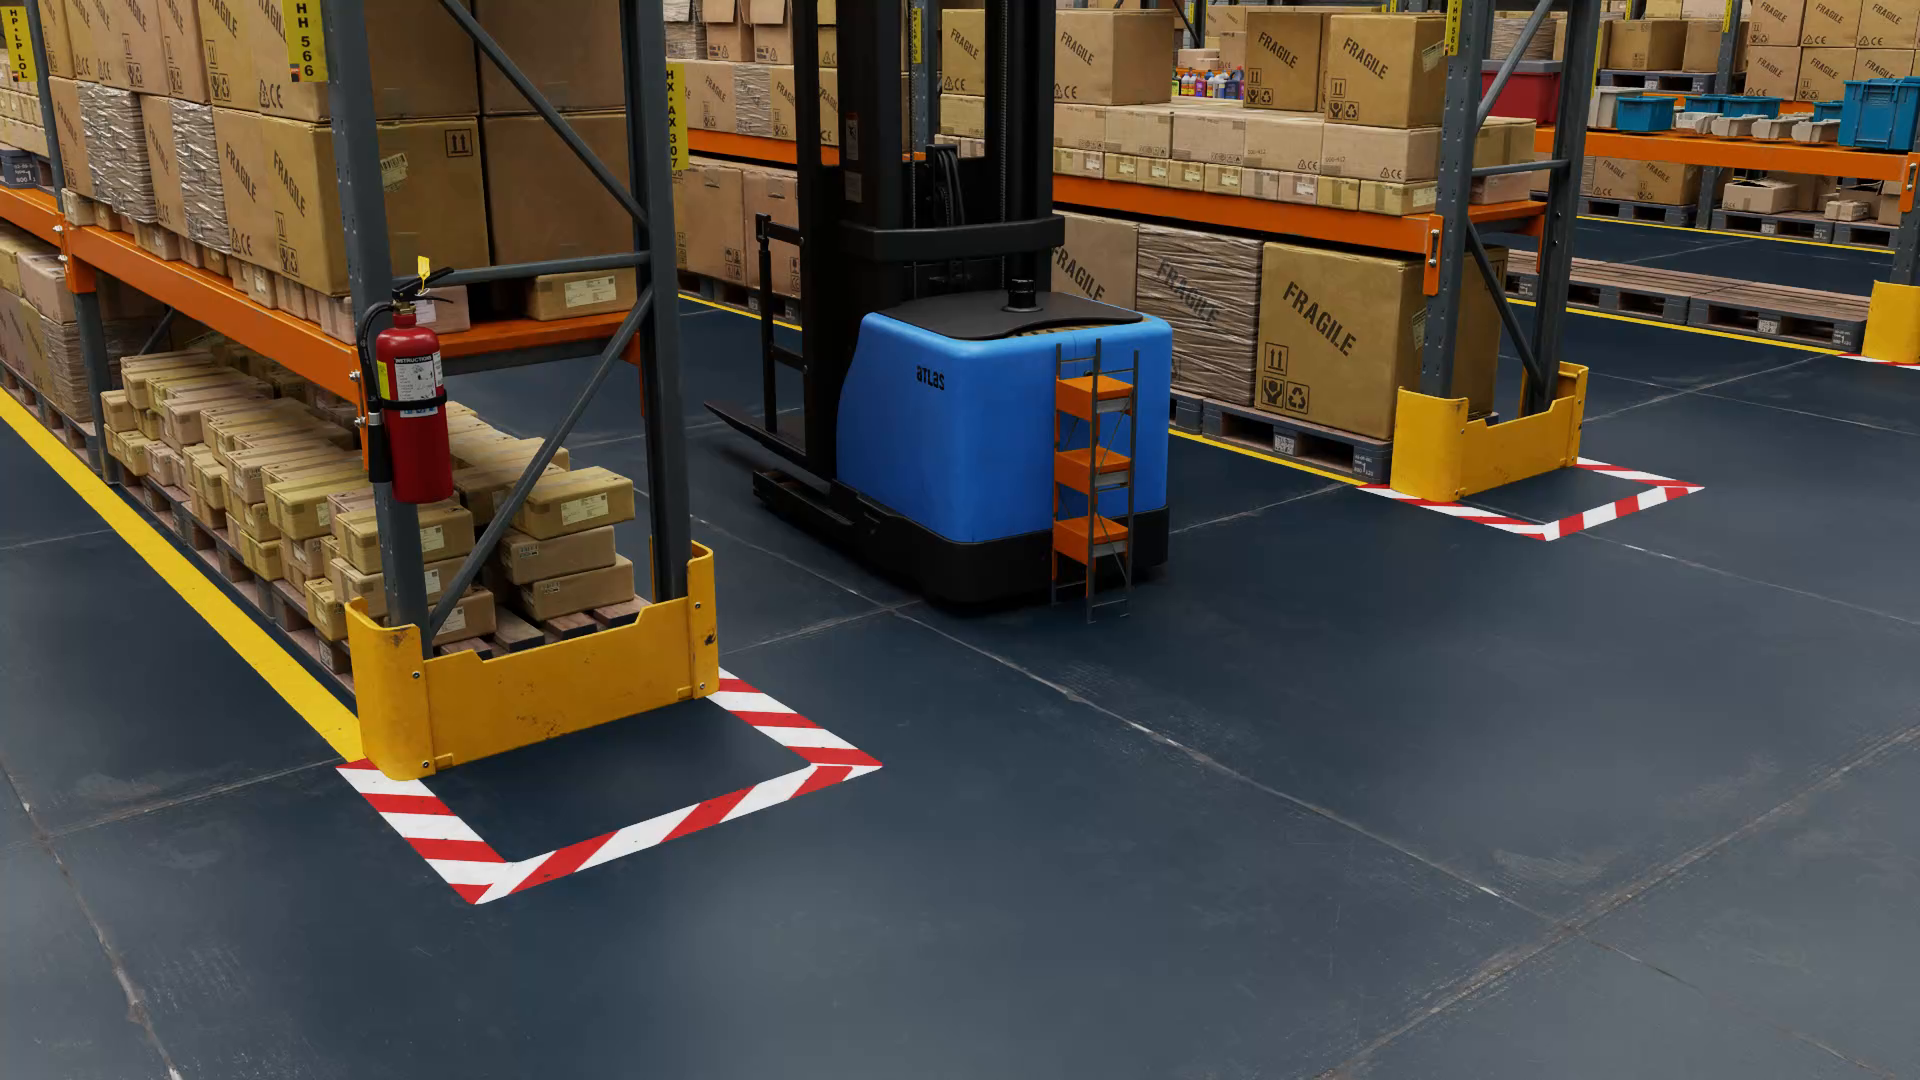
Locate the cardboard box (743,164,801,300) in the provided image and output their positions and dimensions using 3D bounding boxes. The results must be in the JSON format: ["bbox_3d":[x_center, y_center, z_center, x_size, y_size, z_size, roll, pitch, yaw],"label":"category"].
[{"bbox_3d":[-0.830,-2.304,12.261,1.225,0.875,0.875,-15,23,-38],"label":"cardboard box"}]

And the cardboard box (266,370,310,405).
[{"bbox_3d":[-2.938,-0.694,7.606,0.380,0.149,0.250,-13,22,-34],"label":"cardboard box"}]

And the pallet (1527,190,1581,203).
[{"bbox_3d":[6.610,-3.842,18.630,1.003,0.211,1.213,-14,23,-36],"label":"pallet"}]

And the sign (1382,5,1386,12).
[{"bbox_3d":[6.399,-7.914,25.114,0.100,0.325,0.005,-14,23,-36],"label":"sign"}]

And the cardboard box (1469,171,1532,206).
[{"bbox_3d":[2.660,-1.786,8.385,0.380,0.149,0.250,-14,23,-36],"label":"cardboard box"}]

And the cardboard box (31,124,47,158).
[{"bbox_3d":[-4.529,-2.061,8.547,0.380,0.149,0.250,-14,23,-36],"label":"cardboard box"}]

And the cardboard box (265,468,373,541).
[{"bbox_3d":[-2.228,-0.132,5.911,0.380,0.149,0.250,-15,23,-37],"label":"cardboard box"}]

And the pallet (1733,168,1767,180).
[{"bbox_3d":[10.487,-4.792,21.499,1.003,0.211,1.213,-14,23,-36],"label":"pallet"}]

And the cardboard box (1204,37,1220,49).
[{"bbox_3d":[4.390,-8.353,28.022,0.500,0.250,0.500,-15,23,-38],"label":"cardboard box"}]

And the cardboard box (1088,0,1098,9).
[{"bbox_3d":[2.033,-7.662,23.508,0.700,0.500,0.500,-14,23,-36],"label":"cardboard box"}]

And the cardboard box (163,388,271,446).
[{"bbox_3d":[-3.167,-0.529,7.108,0.380,0.149,0.250,-13,23,-35],"label":"cardboard box"}]

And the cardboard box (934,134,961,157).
[{"bbox_3d":[0.061,-2.482,10.487,0.380,0.149,0.250,-14,23,-36],"label":"cardboard box"}]

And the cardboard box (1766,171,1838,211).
[{"bbox_3d":[8.482,-3.609,16.767,0.500,0.500,0.500,-14,23,-36],"label":"cardboard box"}]

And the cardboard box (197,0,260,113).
[{"bbox_3d":[-2.123,-1.663,5.390,0.500,0.500,0.500,-15,23,-38],"label":"cardboard box"}]

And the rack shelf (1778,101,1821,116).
[{"bbox_3d":[9.148,-3.838,15.325,1.077,0.370,4.000,-14,23,-36],"label":"rack shelf"}]

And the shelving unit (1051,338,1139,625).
[{"bbox_3d":[0.512,-0.223,6.366,0.215,1.050,0.252,-10,21,-29],"label":"shelving unit"}]

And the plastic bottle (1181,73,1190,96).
[{"bbox_3d":[2.116,-4.223,15.550,0.097,0.271,0.097,0,18,0],"label":"plastic bottle"}]

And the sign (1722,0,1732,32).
[{"bbox_3d":[7.473,-5.112,16.188,0.100,0.325,0.005,-14,23,-36],"label":"sign"}]

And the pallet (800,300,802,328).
[{"bbox_3d":[-0.400,-1.591,11.832,1.003,0.211,1.213,-14,23,-36],"label":"pallet"}]

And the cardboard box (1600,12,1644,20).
[{"bbox_3d":[9.004,-6.996,22.858,0.500,0.500,0.700,17,25,42],"label":"cardboard box"}]

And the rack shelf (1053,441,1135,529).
[{"bbox_3d":[0.512,-0.213,6.369,0.215,0.259,0.240,-10,21,-29],"label":"rack shelf"}]

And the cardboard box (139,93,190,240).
[{"bbox_3d":[-2.750,-1.436,6.294,0.500,0.500,0.500,-13,22,-33],"label":"cardboard box"}]

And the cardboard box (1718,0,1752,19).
[{"bbox_3d":[10.031,-6.763,21.156,0.500,0.250,0.500,-14,23,-36],"label":"cardboard box"}]

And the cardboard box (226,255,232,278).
[{"bbox_3d":[-2.484,-1.051,6.165,0.380,0.149,0.250,-15,24,-38],"label":"cardboard box"}]

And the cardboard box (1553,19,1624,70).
[{"bbox_3d":[6.761,-5.342,17.896,0.500,0.500,0.700,13,23,35],"label":"cardboard box"}]

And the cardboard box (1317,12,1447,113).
[{"bbox_3d":[2.225,-2.474,8.634,0.500,0.500,0.500,-15,23,-37],"label":"cardboard box"}]

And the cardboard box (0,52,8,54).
[{"bbox_3d":[-5.679,-2.800,9.833,0.380,0.149,0.250,-15,24,-38],"label":"cardboard box"}]

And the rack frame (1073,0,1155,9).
[{"bbox_3d":[1.537,-4.692,16.760,1.000,3.000,0.127,-14,23,-36],"label":"rack frame"}]

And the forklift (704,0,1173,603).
[{"bbox_3d":[-0.318,-1.562,7.418,1.130,2.935,3.031,-10,21,-29],"label":"forklift"}]

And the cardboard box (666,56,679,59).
[{"bbox_3d":[-2.257,-3.600,13.303,0.500,0.500,0.500,-13,22,-35],"label":"cardboard box"}]

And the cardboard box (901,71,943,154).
[{"bbox_3d":[-0.366,-2.849,11.035,0.500,0.500,0.500,-14,23,-36],"label":"cardboard box"}]

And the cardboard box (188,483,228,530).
[{"bbox_3d":[-3.001,-0.178,6.996,0.380,0.149,0.250,-15,23,-38],"label":"cardboard box"}]

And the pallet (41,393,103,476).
[{"bbox_3d":[-4.297,-0.664,9.032,1.003,0.211,1.213,-14,23,-36],"label":"pallet"}]

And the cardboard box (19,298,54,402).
[{"bbox_3d":[-4.788,-1.069,9.127,0.500,0.500,0.500,-15,23,-37],"label":"cardboard box"}]

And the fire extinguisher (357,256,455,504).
[{"bbox_3d":[-1.535,-0.445,4.650,0.296,0.674,0.183,-14,23,-36],"label":"fire extinguisher"}]

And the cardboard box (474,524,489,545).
[{"bbox_3d":[-1.579,-0.056,6.152,0.380,0.149,0.250,-14,23,-36],"label":"cardboard box"}]

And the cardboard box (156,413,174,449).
[{"bbox_3d":[-3.432,-0.534,7.597,0.380,0.149,0.250,-14,23,-36],"label":"cardboard box"}]

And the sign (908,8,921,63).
[{"bbox_3d":[-0.281,-3.143,10.367,0.100,0.325,0.005,-14,23,-36],"label":"sign"}]

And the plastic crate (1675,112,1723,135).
[{"bbox_3d":[5.297,-2.997,11.965,0.298,0.136,0.250,-14,23,-36],"label":"plastic crate"}]

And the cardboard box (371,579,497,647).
[{"bbox_3d":[-1.819,0.254,5.690,0.380,0.149,0.250,-14,23,-35],"label":"cardboard box"}]

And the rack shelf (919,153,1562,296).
[{"bbox_3d":[1.380,-1.905,9.488,1.077,0.370,4.000,-14,23,-36],"label":"rack shelf"}]

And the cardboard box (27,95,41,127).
[{"bbox_3d":[-4.531,-2.203,8.504,0.380,0.149,0.250,-13,22,-34],"label":"cardboard box"}]

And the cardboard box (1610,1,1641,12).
[{"bbox_3d":[9.066,-7.269,22.651,0.250,0.149,0.380,17,25,41],"label":"cardboard box"}]

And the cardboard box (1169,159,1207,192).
[{"bbox_3d":[1.346,-1.973,8.949,0.380,0.149,0.250,-14,23,-36],"label":"cardboard box"}]

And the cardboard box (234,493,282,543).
[{"bbox_3d":[-2.536,-0.125,6.362,0.380,0.149,0.250,-14,23,-35],"label":"cardboard box"}]

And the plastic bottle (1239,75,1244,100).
[{"bbox_3d":[2.576,-4.037,14.969,0.061,0.283,0.133,-14,23,-36],"label":"plastic bottle"}]

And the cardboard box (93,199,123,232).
[{"bbox_3d":[-3.675,-1.494,7.503,0.380,0.149,0.250,-13,22,-35],"label":"cardboard box"}]

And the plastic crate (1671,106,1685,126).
[{"bbox_3d":[5.338,-3.239,12.696,0.293,0.136,0.466,-14,23,-36],"label":"plastic crate"}]

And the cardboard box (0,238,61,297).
[{"bbox_3d":[-5.121,-1.556,9.405,0.500,0.250,0.500,-15,24,-38],"label":"cardboard box"}]

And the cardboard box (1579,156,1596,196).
[{"bbox_3d":[6.764,-4.007,17.968,0.500,0.500,0.500,-14,23,-35],"label":"cardboard box"}]

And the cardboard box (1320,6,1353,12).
[{"bbox_3d":[5.969,-8.083,26.016,0.500,0.500,0.500,-14,23,-36],"label":"cardboard box"}]

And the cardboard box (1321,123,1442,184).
[{"bbox_3d":[2.113,-1.891,8.068,0.500,0.250,0.500,-14,23,-37],"label":"cardboard box"}]

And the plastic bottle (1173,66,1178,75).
[{"bbox_3d":[2.123,-4.620,16.728,0.061,0.283,0.133,-14,23,-36],"label":"plastic bottle"}]

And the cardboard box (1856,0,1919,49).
[{"bbox_3d":[8.617,-4.769,15.244,0.500,0.500,0.500,-15,23,-38],"label":"cardboard box"}]

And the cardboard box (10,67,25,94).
[{"bbox_3d":[-4.705,-2.414,8.667,0.380,0.149,0.250,-14,23,-36],"label":"cardboard box"}]

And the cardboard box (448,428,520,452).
[{"bbox_3d":[-1.929,-0.311,6.451,0.380,0.149,0.250,-15,24,-39],"label":"cardboard box"}]

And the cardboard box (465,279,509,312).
[{"bbox_3d":[-1.464,-0.890,5.678,0.380,0.149,0.250,-13,22,-34],"label":"cardboard box"}]
